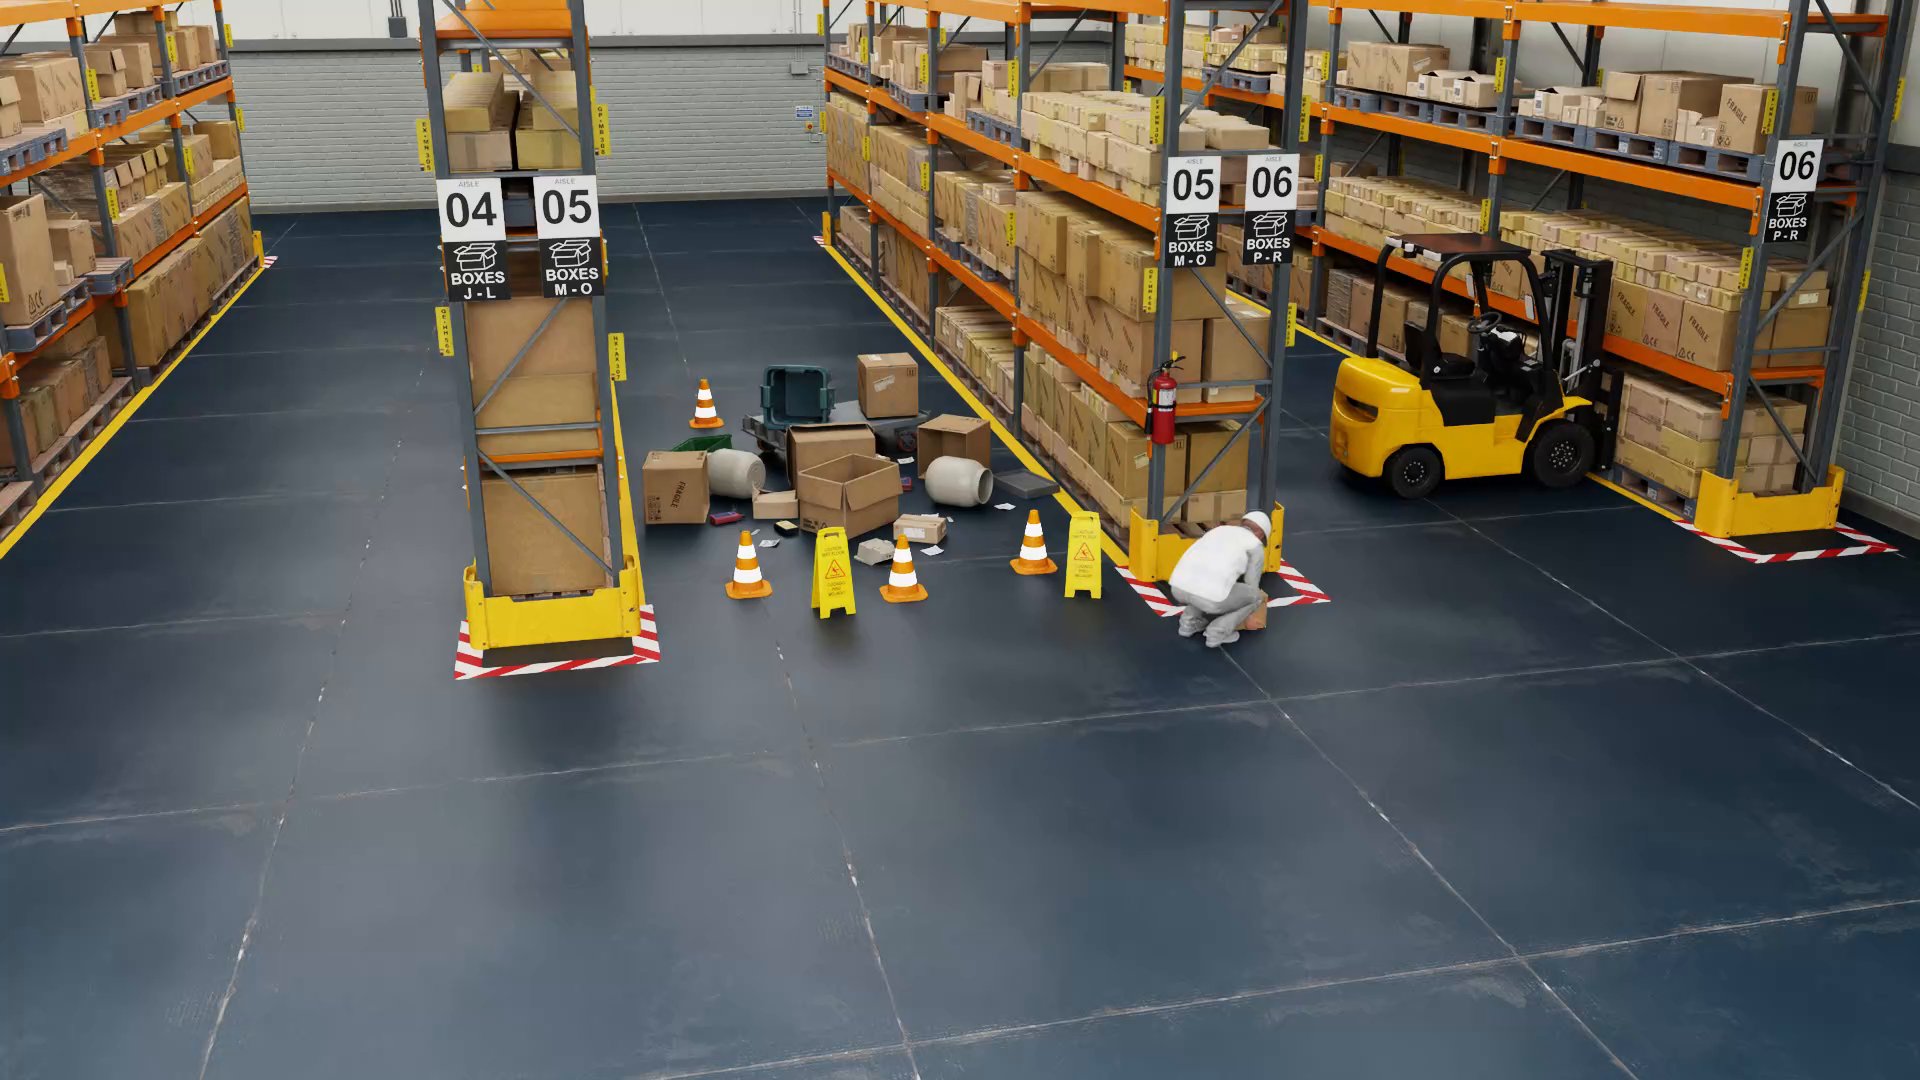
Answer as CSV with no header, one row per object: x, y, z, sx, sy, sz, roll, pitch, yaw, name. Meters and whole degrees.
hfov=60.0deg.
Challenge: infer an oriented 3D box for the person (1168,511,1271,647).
1.883,0.302,11.759,0.951,0.867,0.527,-16,25,-38,person
